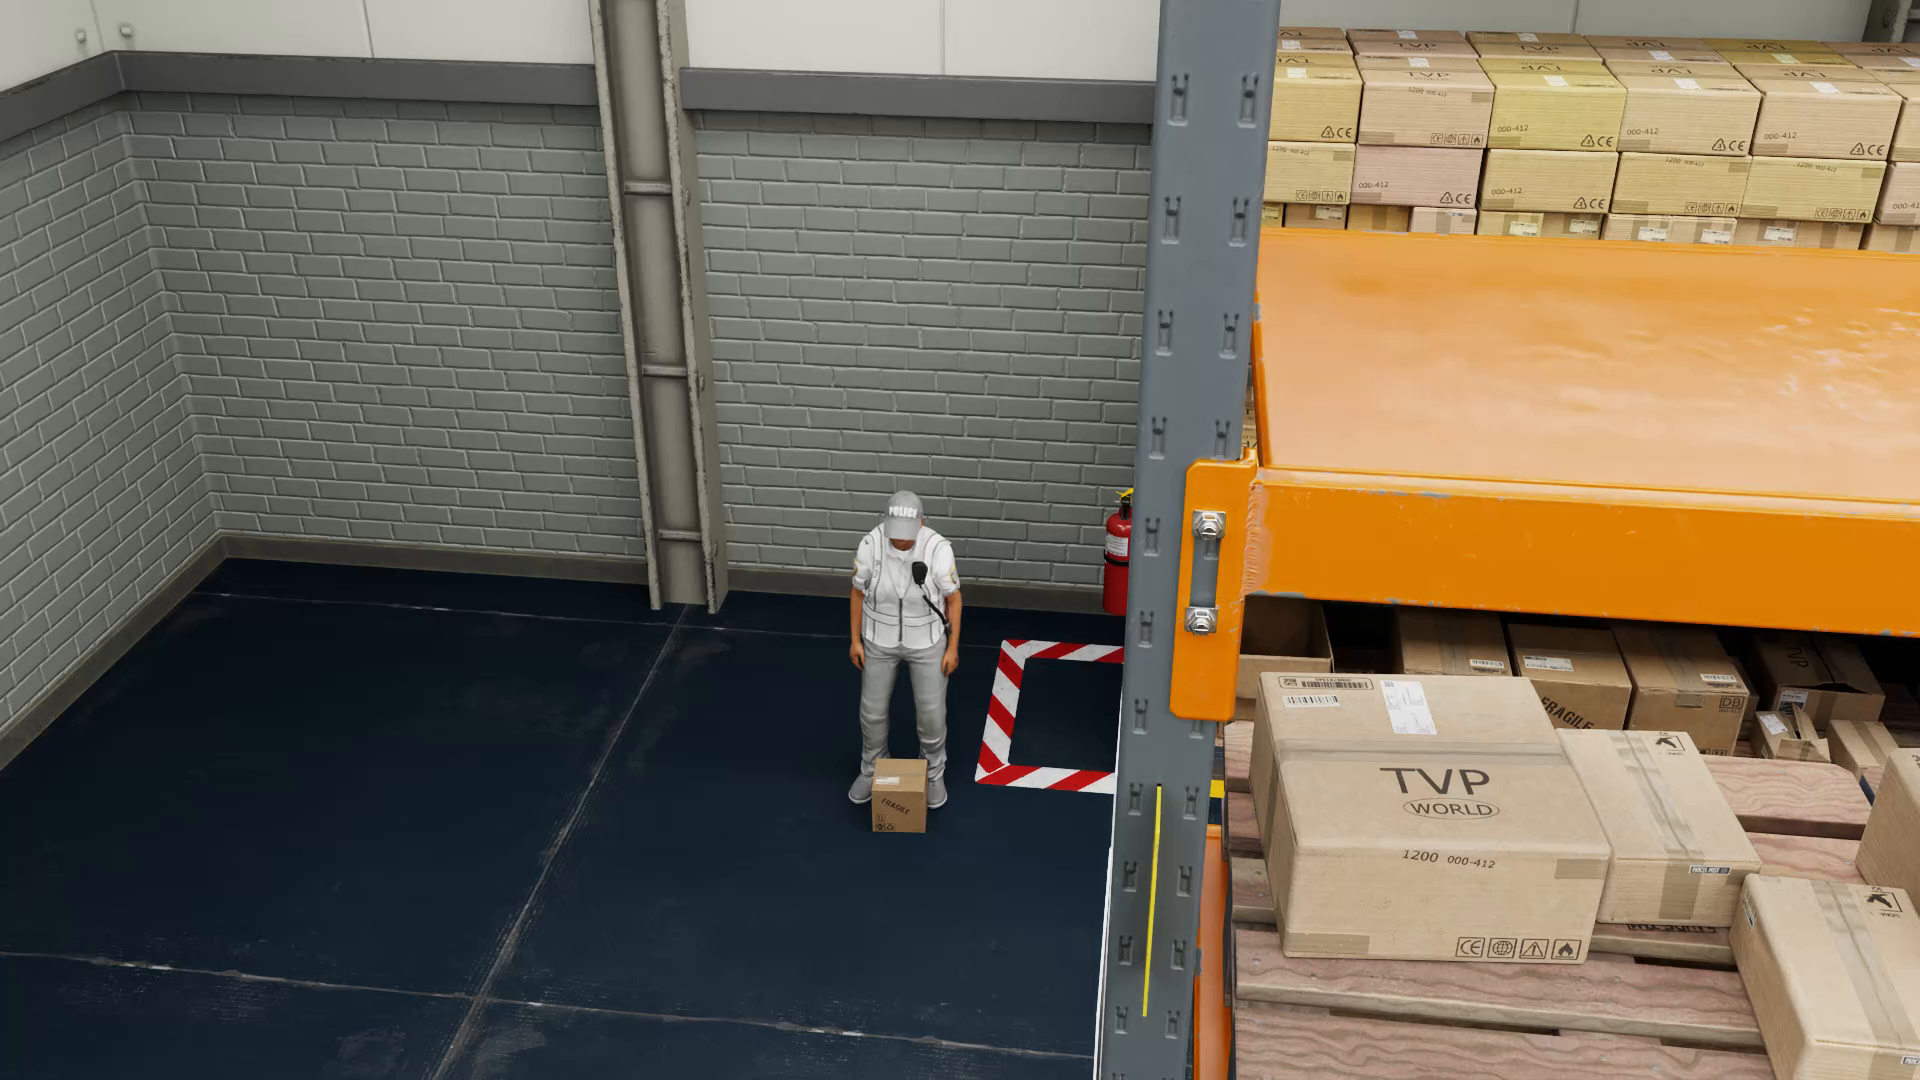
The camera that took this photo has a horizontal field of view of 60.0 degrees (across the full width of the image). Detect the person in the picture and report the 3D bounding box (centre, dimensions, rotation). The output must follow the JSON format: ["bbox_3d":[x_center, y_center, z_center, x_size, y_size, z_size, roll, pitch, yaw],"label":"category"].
[{"bbox_3d":[-0.266,0.496,7.807,0.540,1.667,0.466,4,29,6],"label":"person"}]
